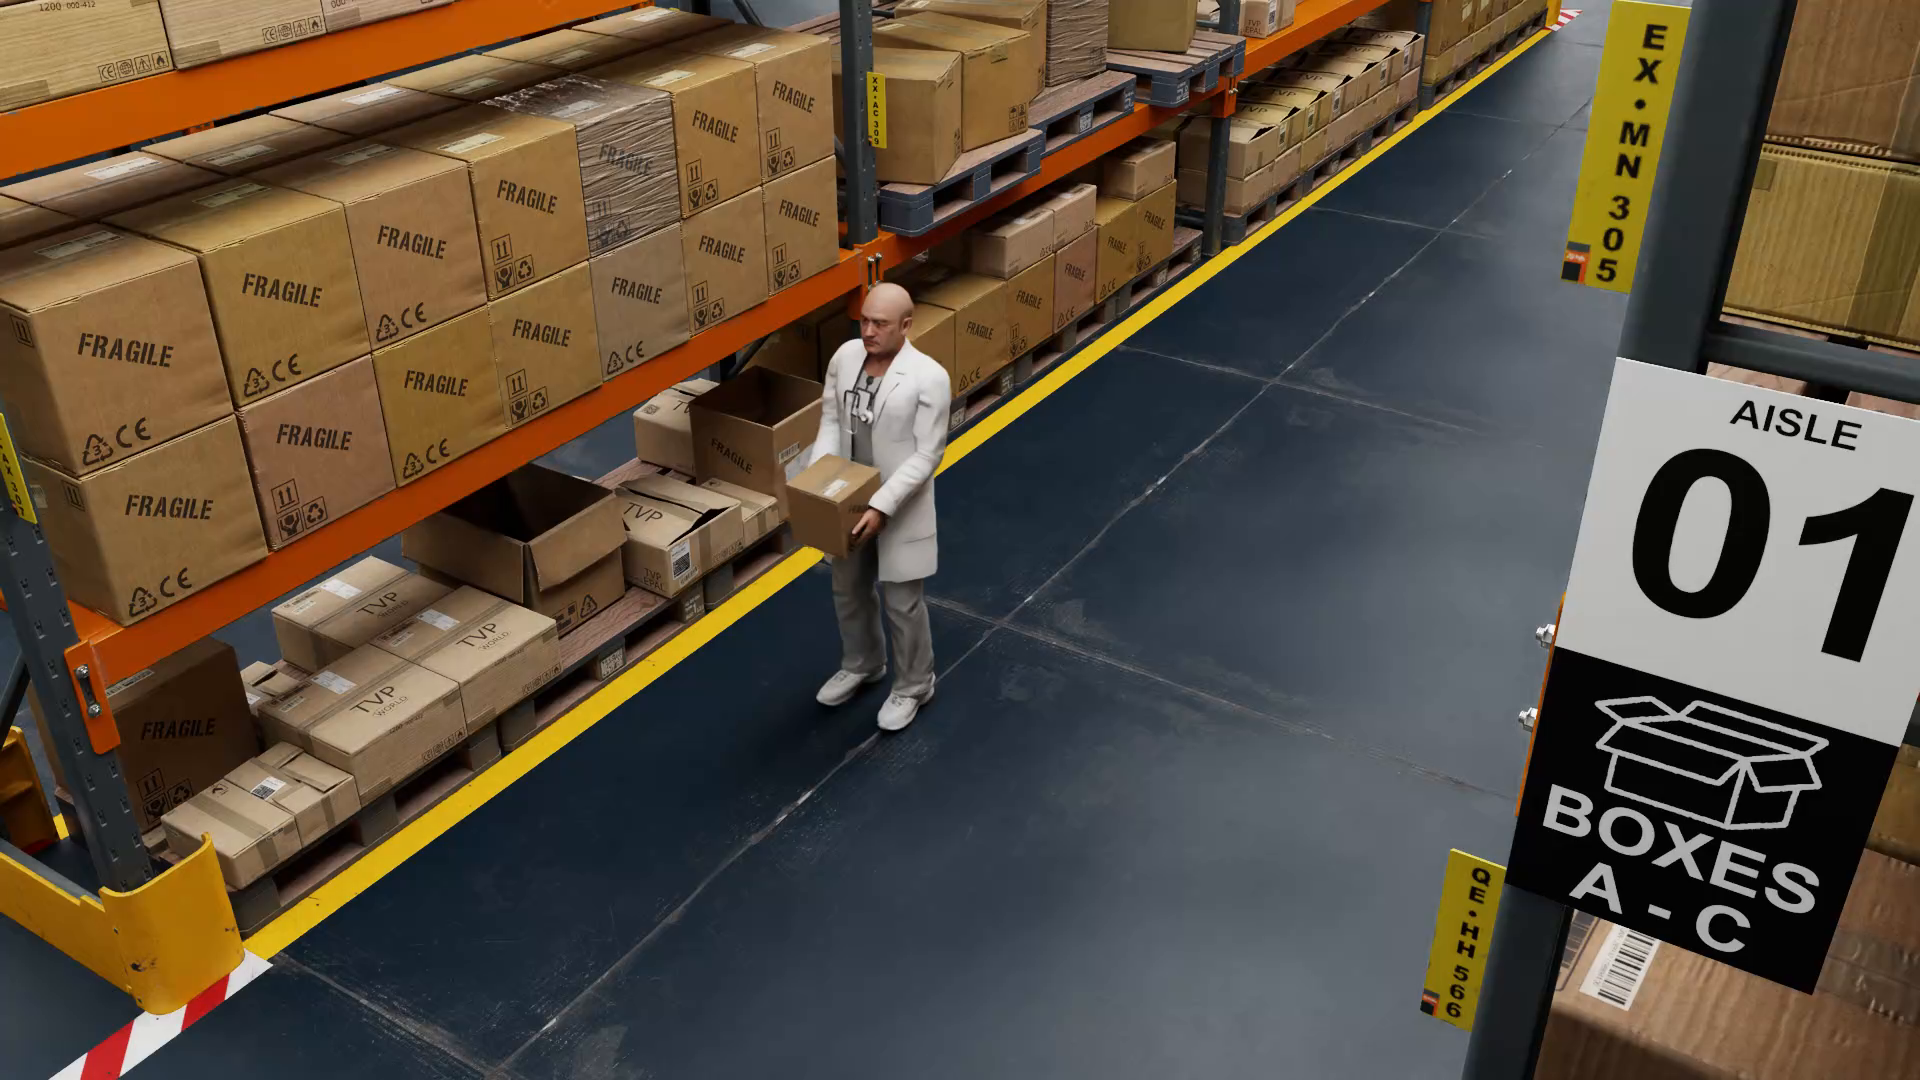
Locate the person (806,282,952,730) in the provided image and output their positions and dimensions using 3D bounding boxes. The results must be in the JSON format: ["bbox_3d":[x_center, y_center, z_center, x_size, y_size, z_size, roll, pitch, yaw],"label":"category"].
[{"bbox_3d":[-0.349,-0.091,6.295,0.554,1.781,0.527,19,35,30],"label":"person"}]
